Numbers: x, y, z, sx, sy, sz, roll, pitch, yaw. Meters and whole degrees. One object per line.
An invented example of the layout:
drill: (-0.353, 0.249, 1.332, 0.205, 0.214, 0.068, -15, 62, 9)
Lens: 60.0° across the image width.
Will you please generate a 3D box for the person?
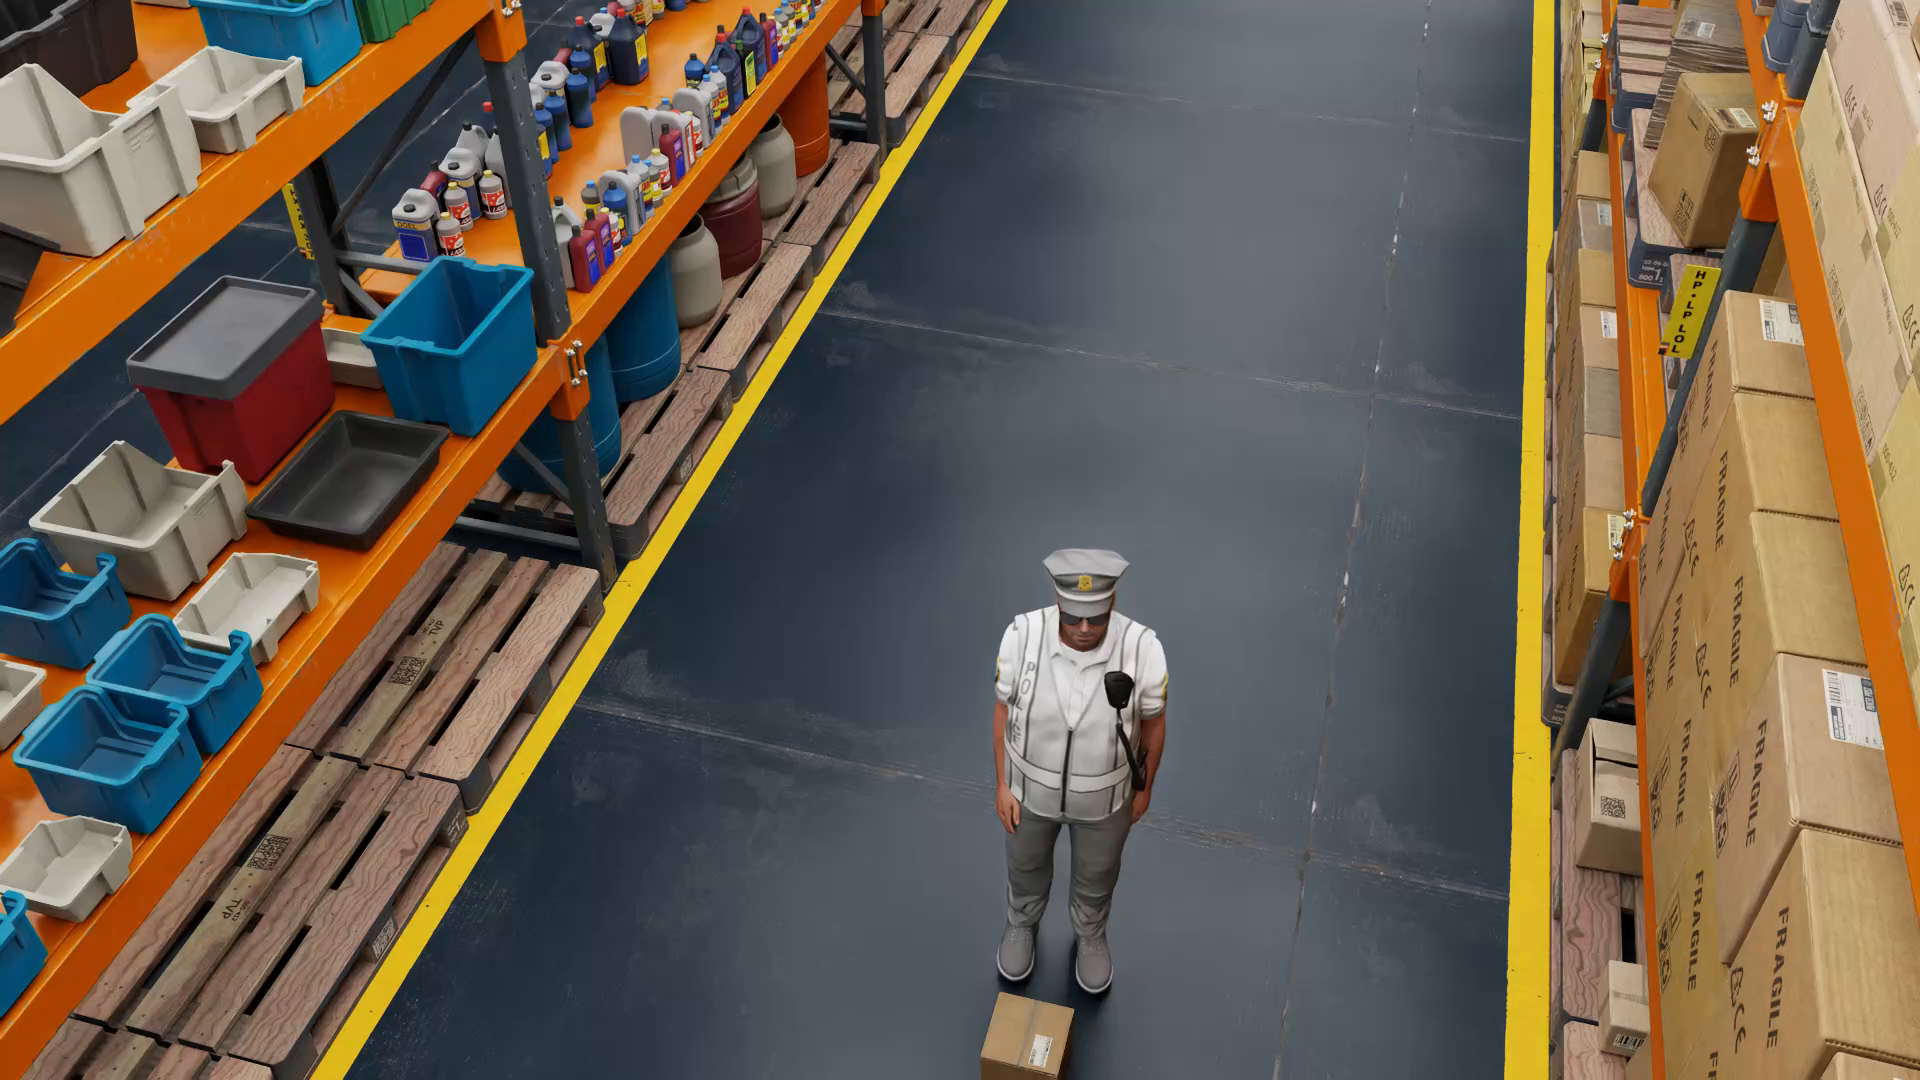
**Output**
person: (0.360, 0.750, 5.233, 0.532, 1.773, 0.392, 6, 41, 7)
